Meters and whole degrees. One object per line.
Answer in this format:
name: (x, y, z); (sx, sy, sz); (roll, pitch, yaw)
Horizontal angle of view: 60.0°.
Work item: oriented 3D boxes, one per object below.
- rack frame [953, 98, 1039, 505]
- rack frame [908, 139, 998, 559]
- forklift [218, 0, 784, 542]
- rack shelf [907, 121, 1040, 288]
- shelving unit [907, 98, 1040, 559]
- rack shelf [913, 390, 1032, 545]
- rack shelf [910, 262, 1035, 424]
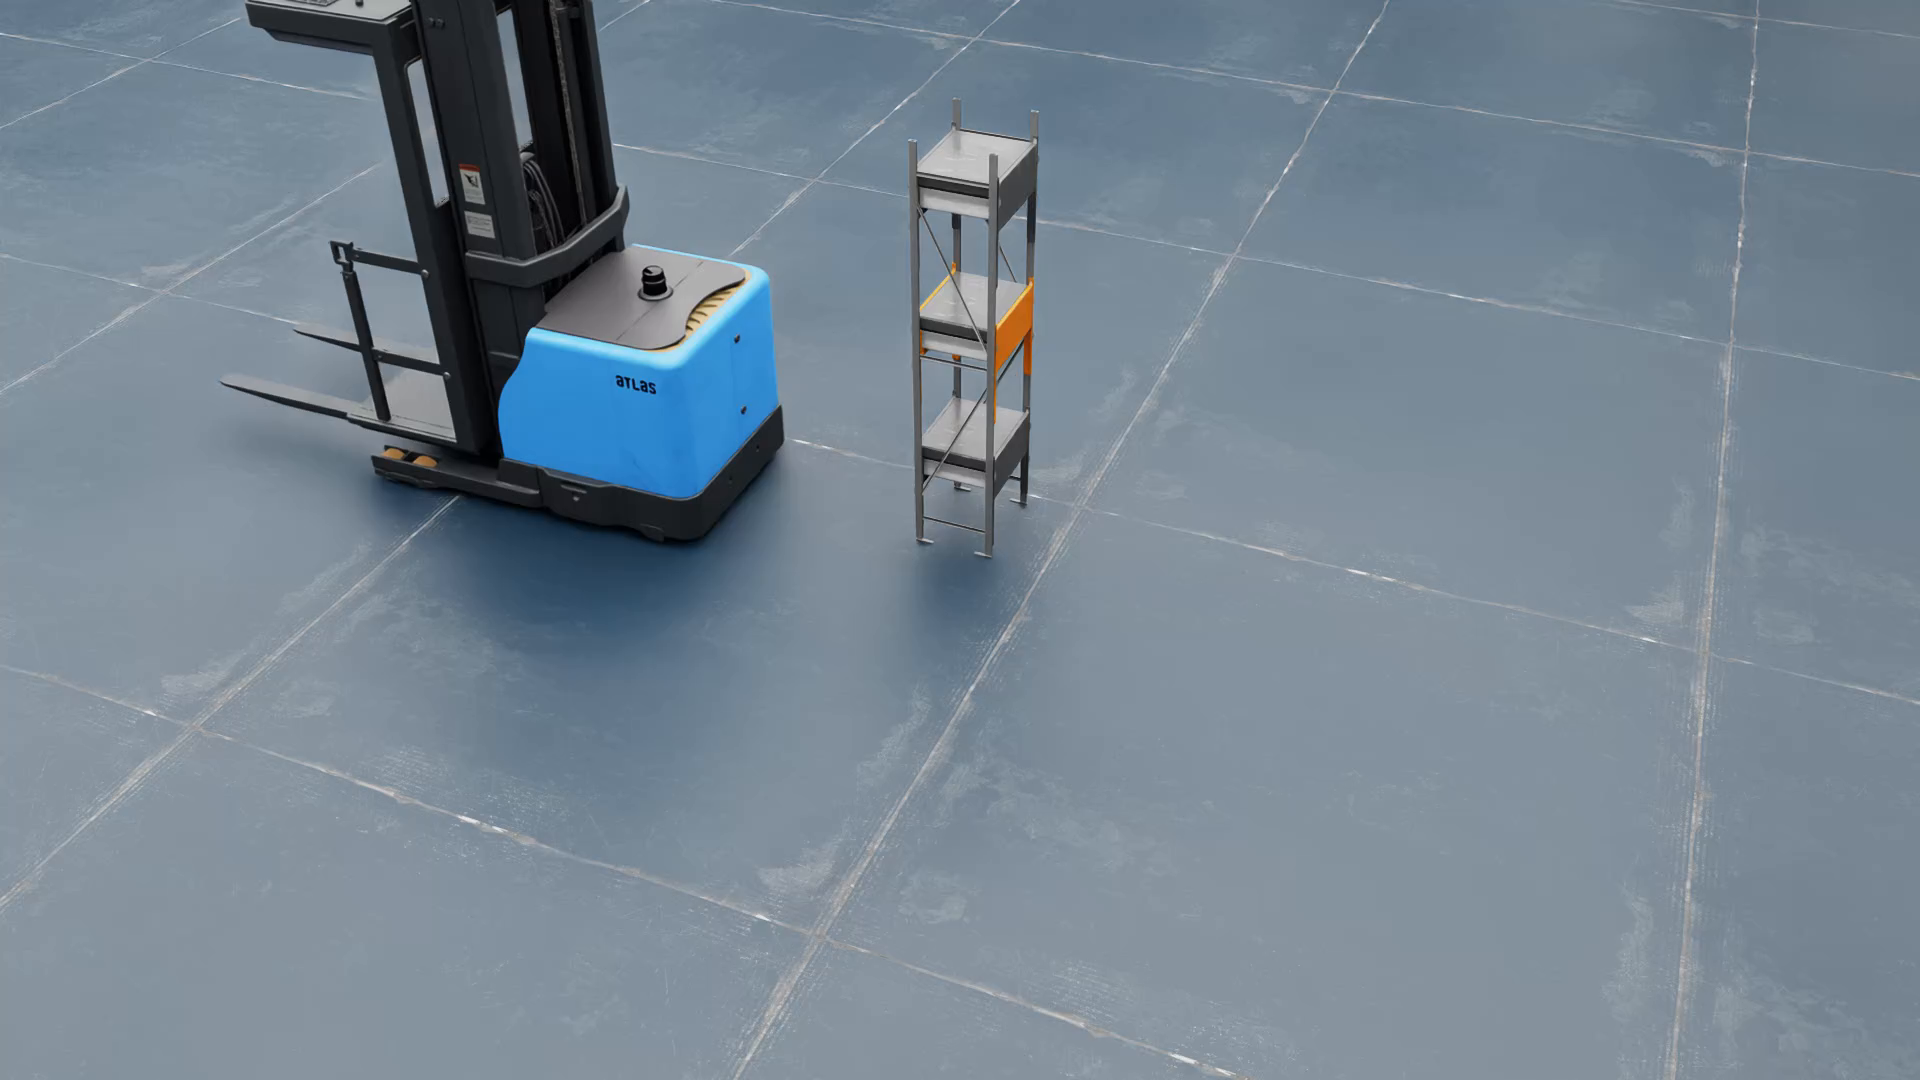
rack frame: (0.156, -1.068, 7.925); (0.400, 2.100, 0.015); (14, 39, 18)
rack frame: (-0.030, -0.798, 7.563); (0.400, 2.100, 0.015); (14, 39, 18)
forklift: (-2.503, -1.719, 8.102); (3.031, 2.935, 1.130); (13, 39, 17)
rack shelf: (0.063, -1.482, 7.333); (0.431, 0.518, 0.480); (14, 39, 18)
shelving unit: (0.063, -0.933, 7.744); (0.431, 2.100, 0.503); (14, 39, 18)
rack shelf: (0.063, -0.361, 8.171); (0.431, 0.518, 0.480); (14, 39, 18)
rack shelf: (0.063, -0.922, 7.752); (0.431, 0.518, 0.480); (14, 39, 18)
